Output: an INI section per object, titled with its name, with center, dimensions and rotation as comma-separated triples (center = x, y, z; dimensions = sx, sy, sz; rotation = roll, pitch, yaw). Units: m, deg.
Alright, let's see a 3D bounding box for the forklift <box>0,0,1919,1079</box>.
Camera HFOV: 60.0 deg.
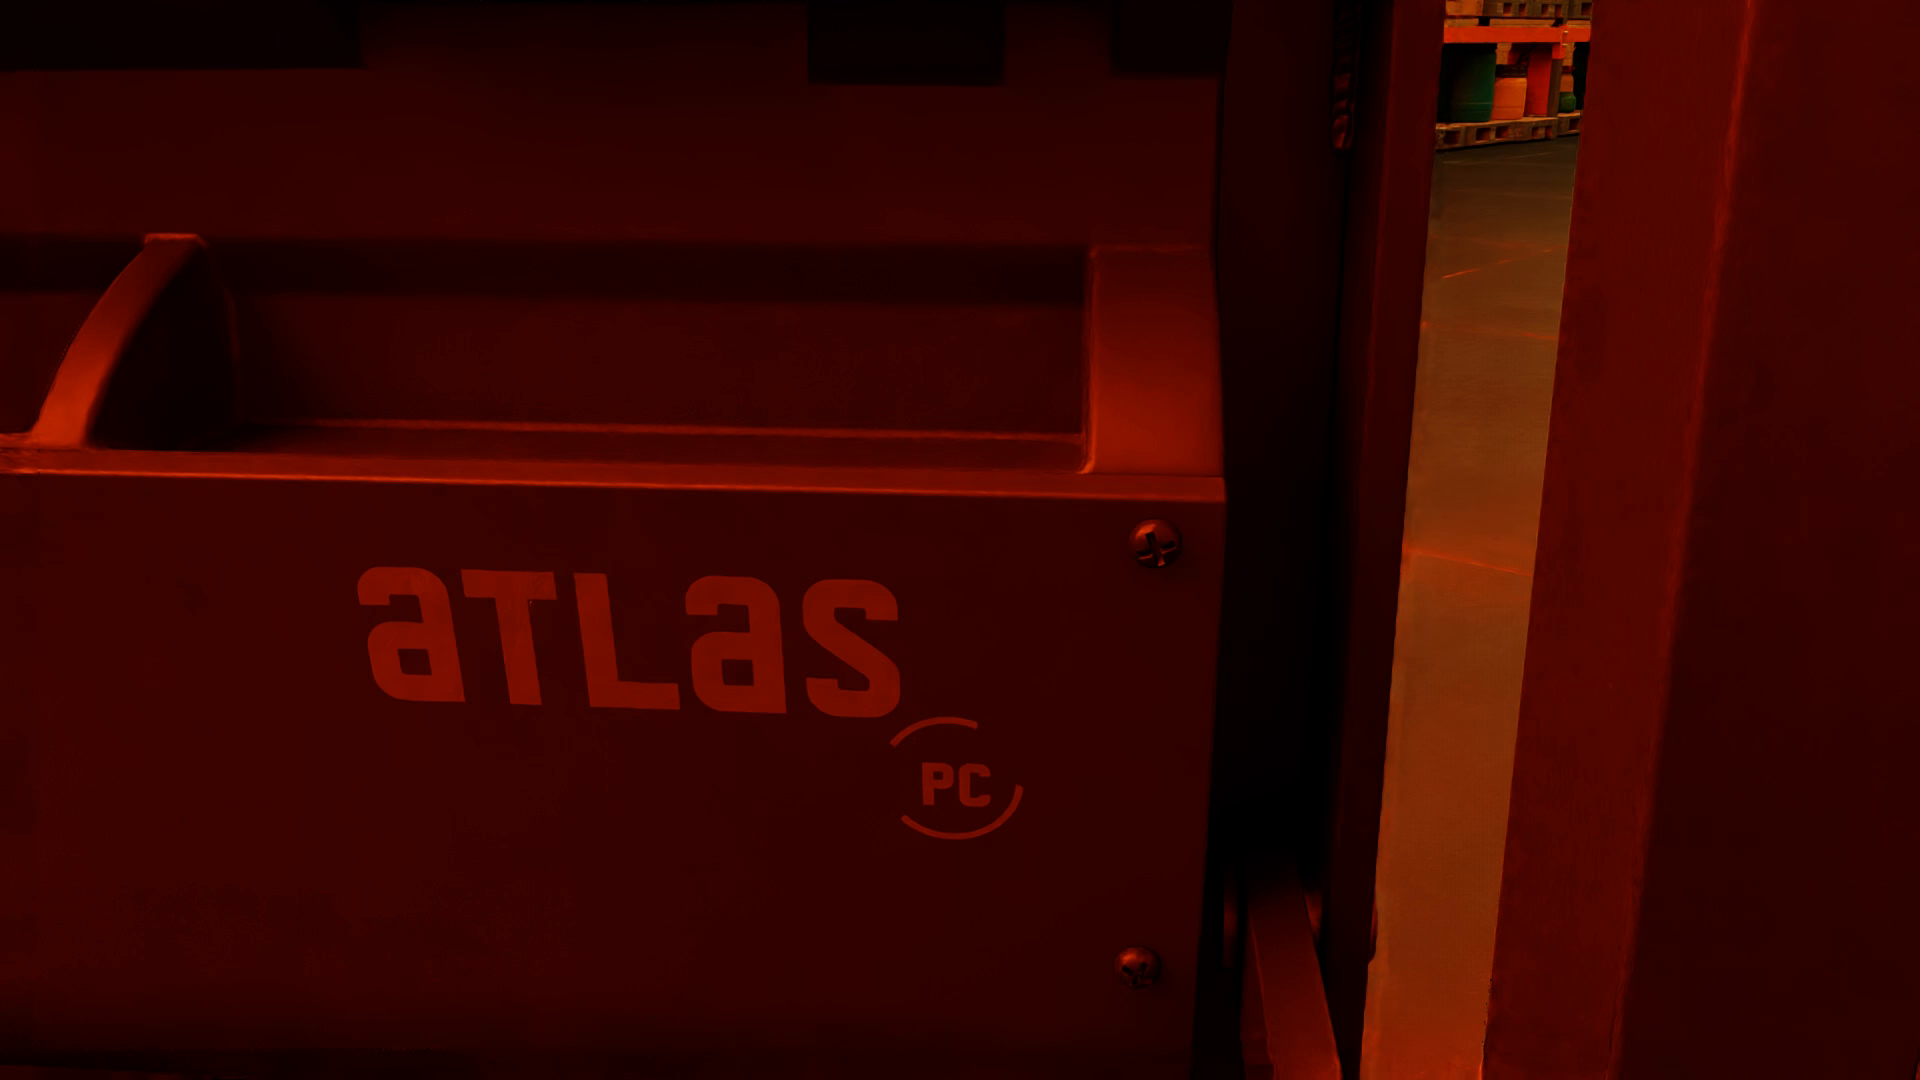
[forklift]
center = -0.373, -0.453, 0.389
dimensions = 1.130, 2.935, 3.031
rotation = 1, 17, 5
